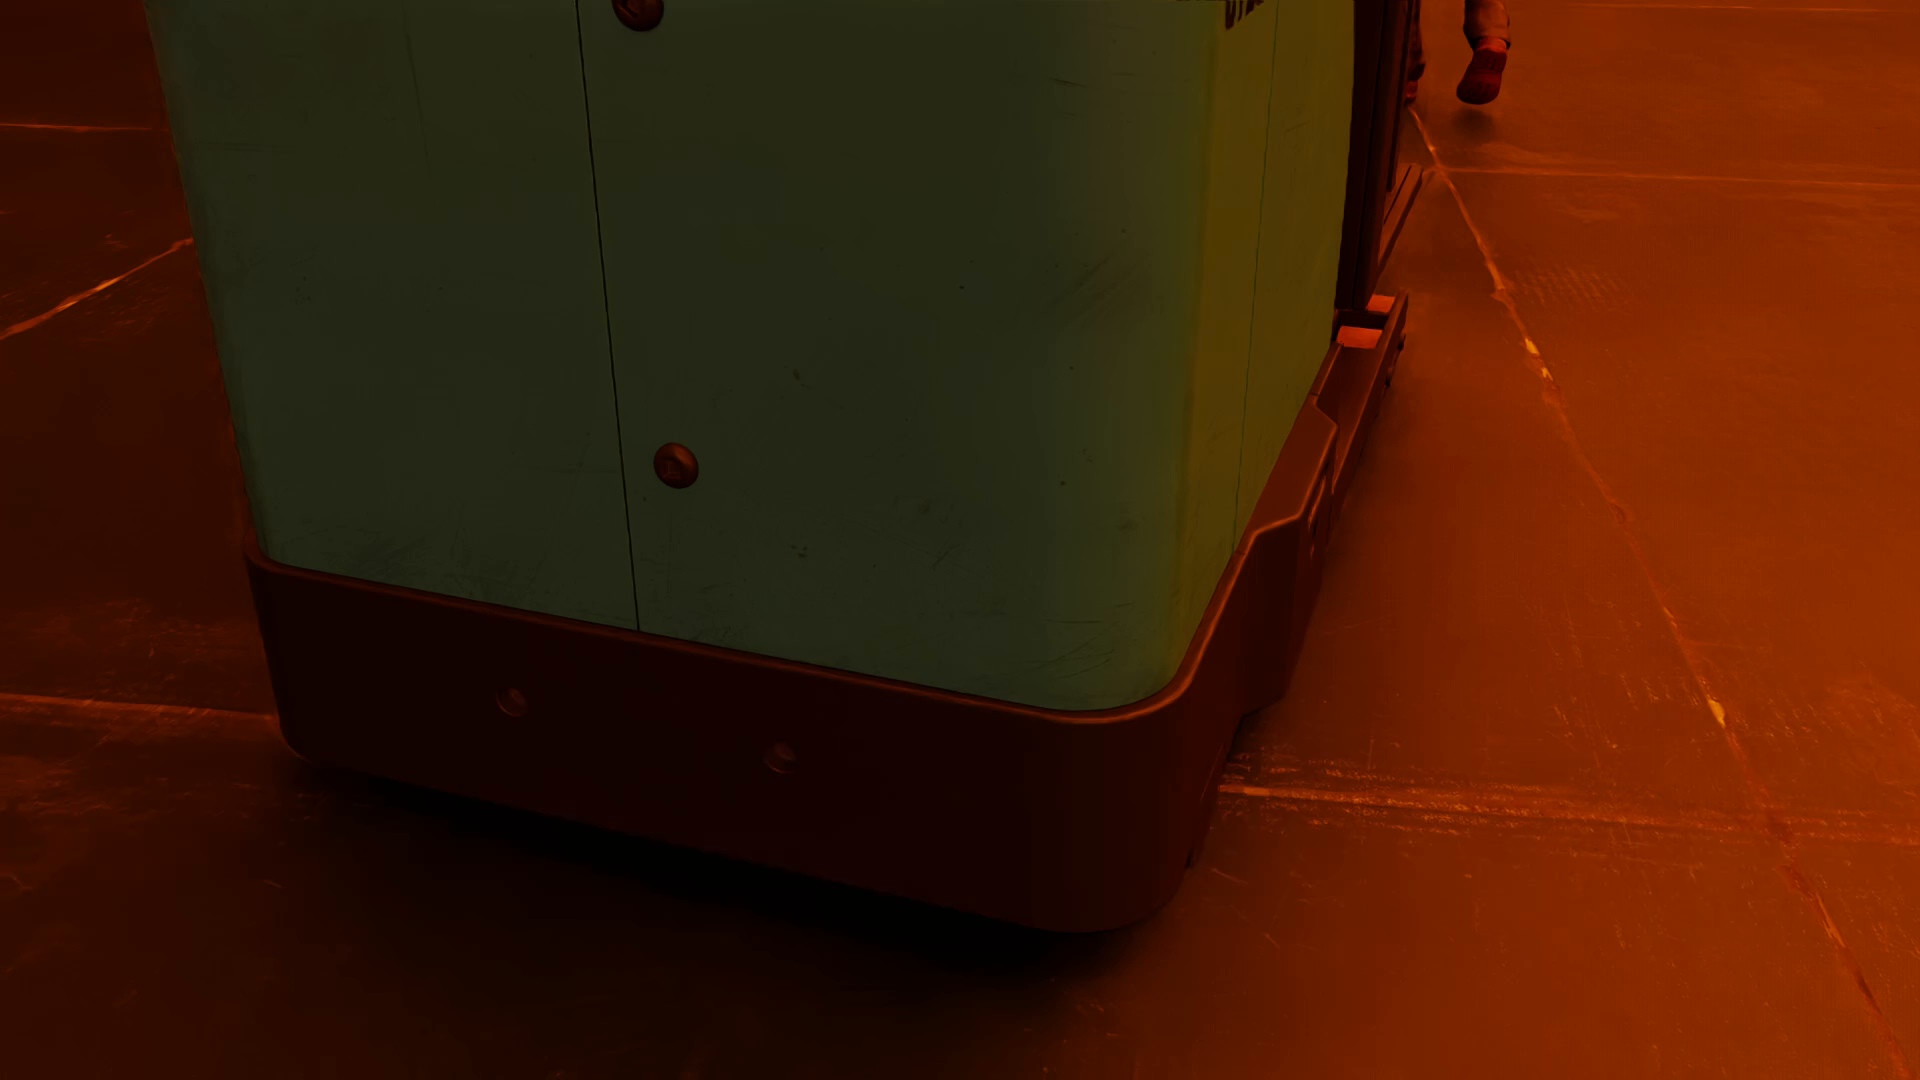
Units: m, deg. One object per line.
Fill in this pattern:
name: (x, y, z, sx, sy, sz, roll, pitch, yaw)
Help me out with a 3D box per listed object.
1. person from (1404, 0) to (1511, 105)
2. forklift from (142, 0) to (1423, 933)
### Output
person: (1.420, -2.104, 4.945, 0.684, 1.596, 0.492, 2, 27, 3)
forklift: (0.194, -1.573, 2.371, 1.130, 2.935, 3.031, 9, 28, 18)
